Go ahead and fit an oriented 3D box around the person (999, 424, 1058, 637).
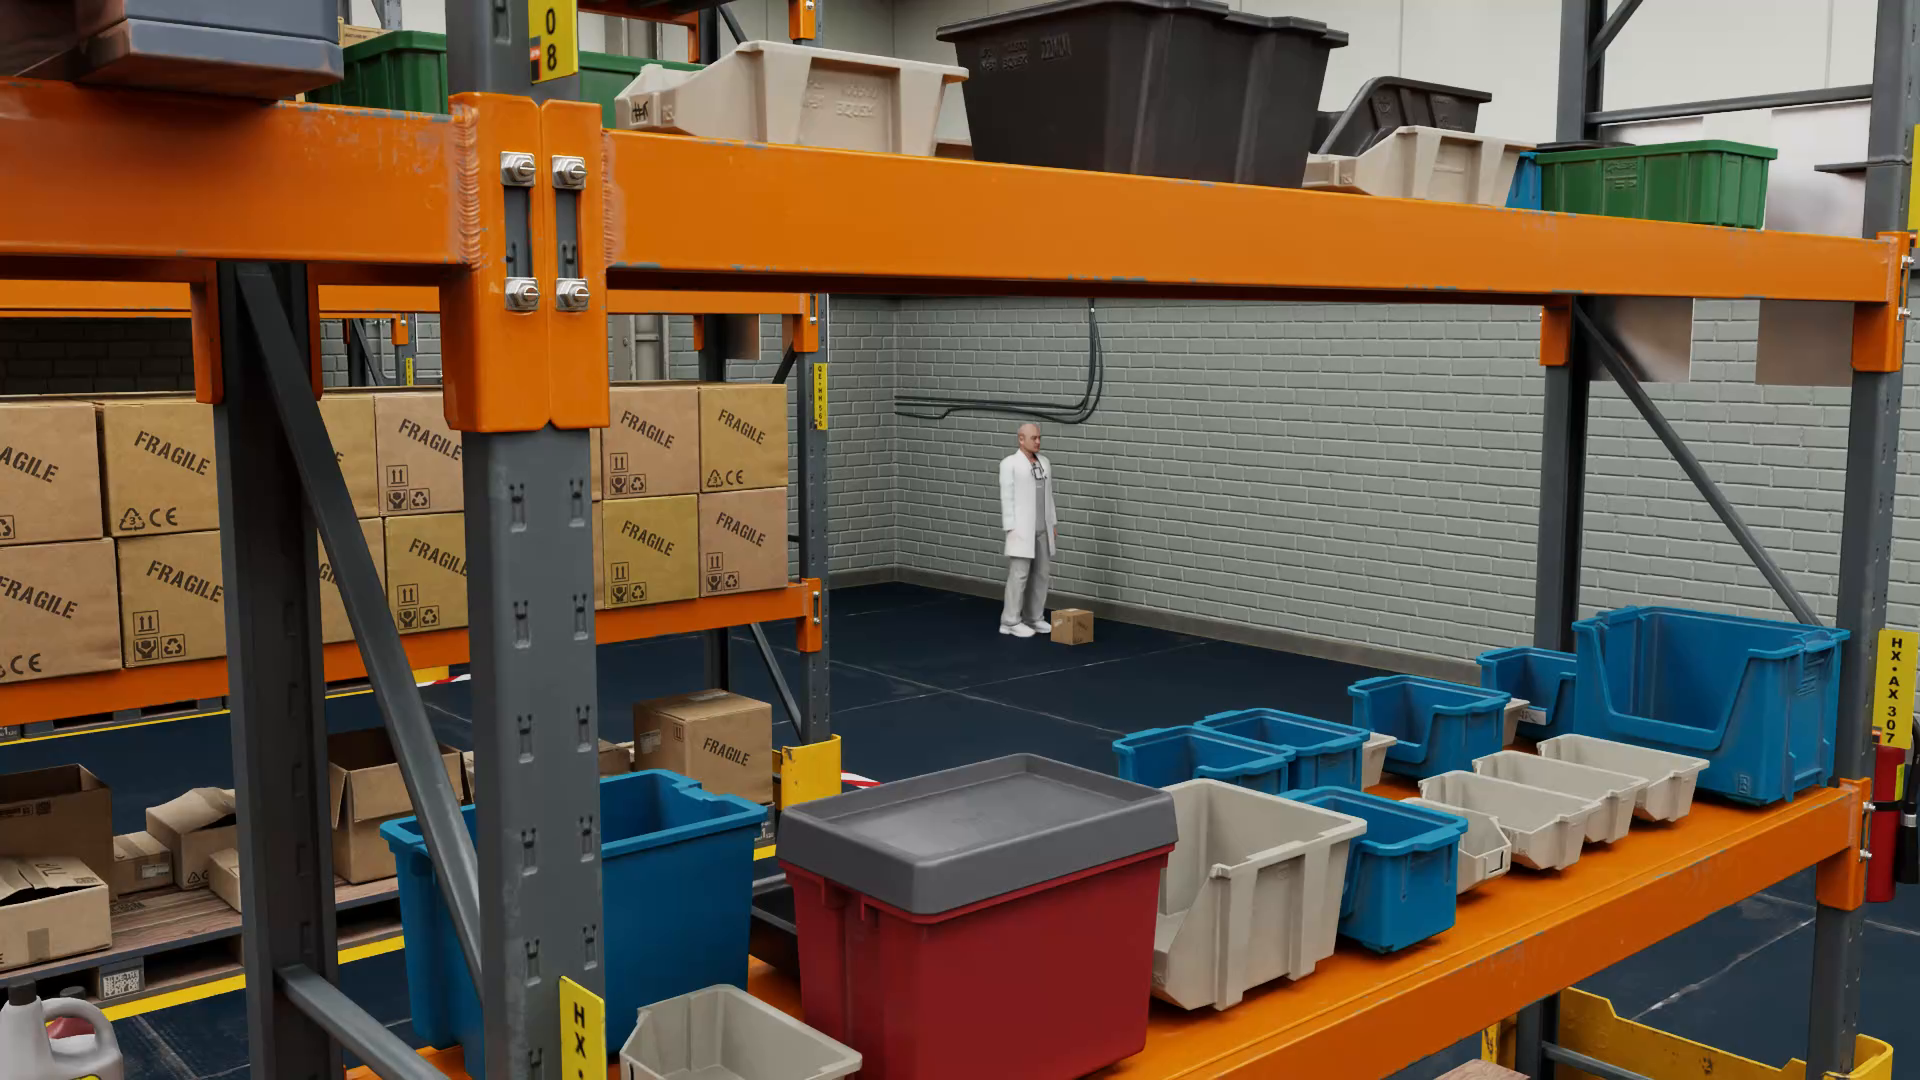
[{"bbox_3d":[0.604,-0.090,14.057,0.564,1.778,0.380,-6,9,-39],"label":"person"}]
